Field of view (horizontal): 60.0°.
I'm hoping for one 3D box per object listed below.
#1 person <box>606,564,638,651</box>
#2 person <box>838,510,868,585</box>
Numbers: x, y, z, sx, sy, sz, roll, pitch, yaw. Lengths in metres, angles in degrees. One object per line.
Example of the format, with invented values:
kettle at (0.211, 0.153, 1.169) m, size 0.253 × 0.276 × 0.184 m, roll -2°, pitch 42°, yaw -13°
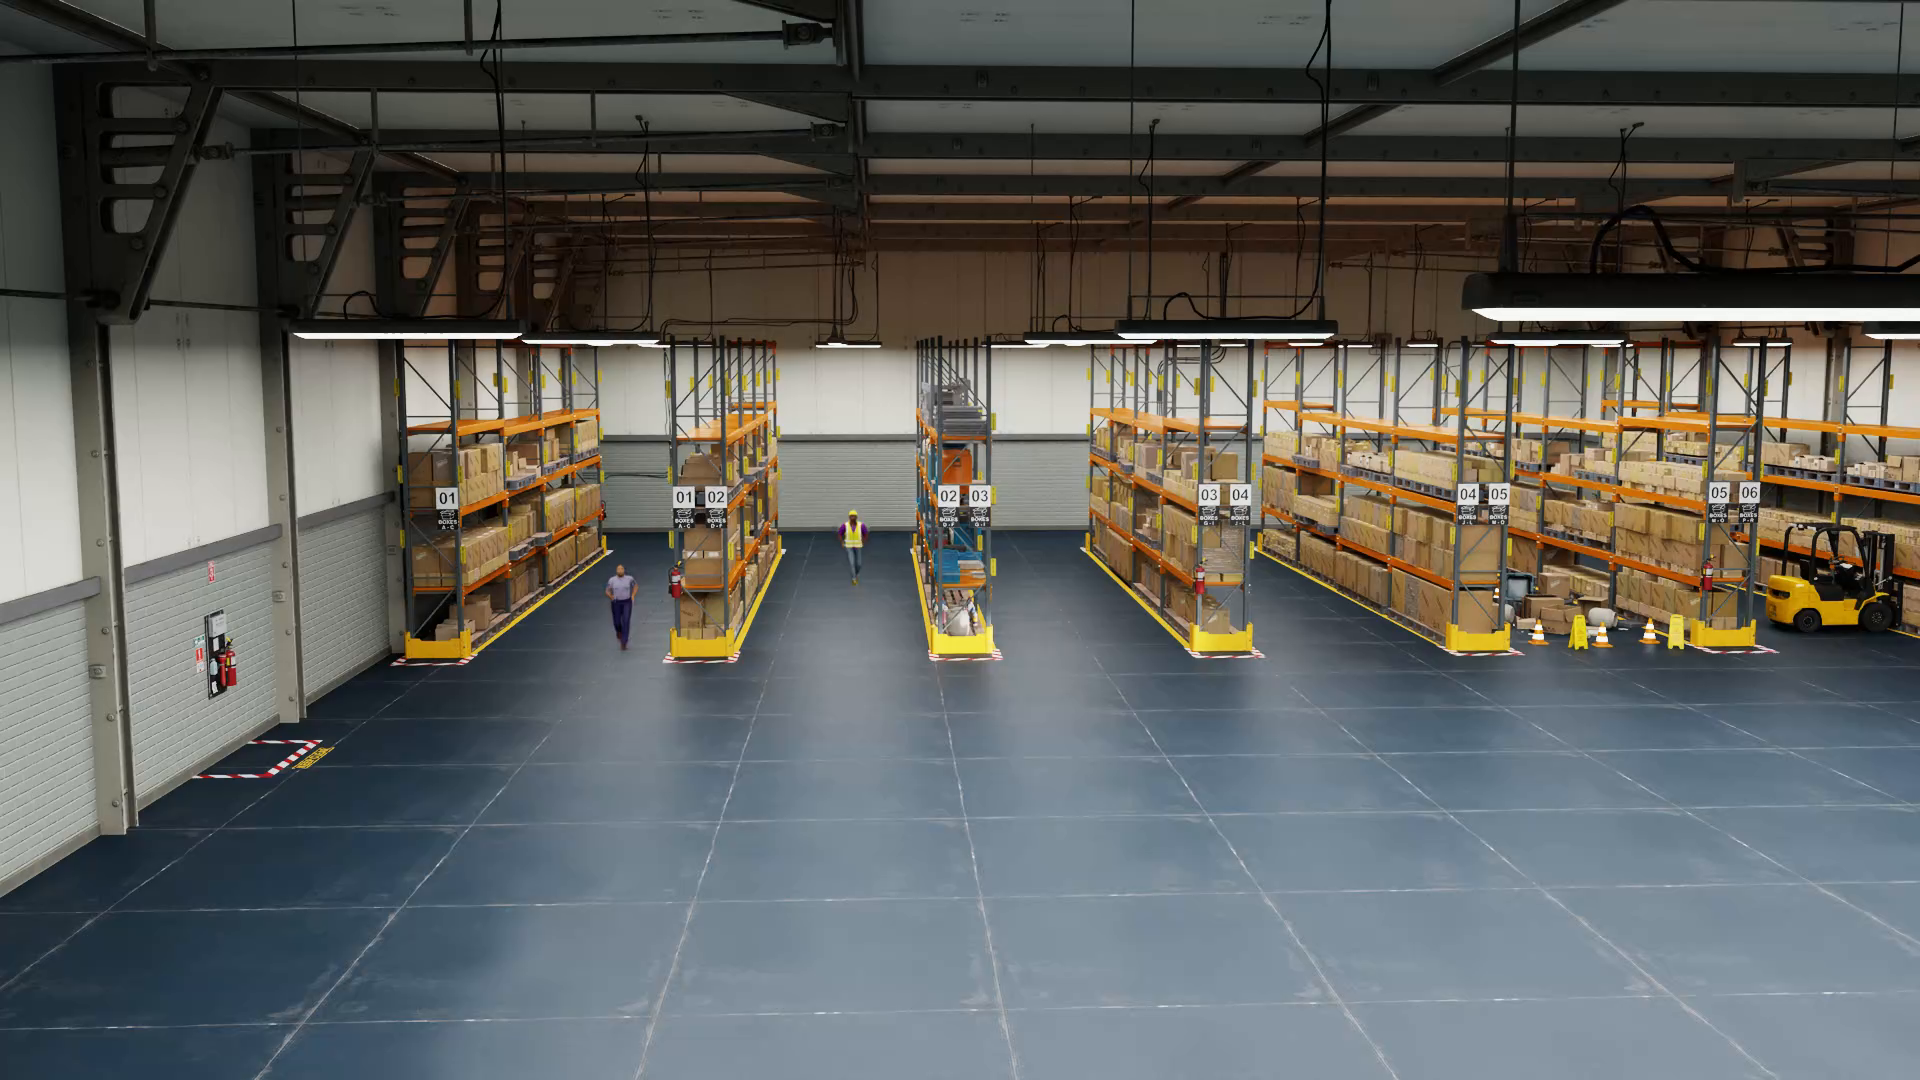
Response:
person at (-6.549, 1.274, 32.224) m, size 0.607 × 1.648 × 0.841 m, roll -1°, pitch 7°, yaw -9°
person at (-2.482, 0.176, 38.717) m, size 0.696 × 1.738 × 0.607 m, roll -1°, pitch 7°, yaw -10°
